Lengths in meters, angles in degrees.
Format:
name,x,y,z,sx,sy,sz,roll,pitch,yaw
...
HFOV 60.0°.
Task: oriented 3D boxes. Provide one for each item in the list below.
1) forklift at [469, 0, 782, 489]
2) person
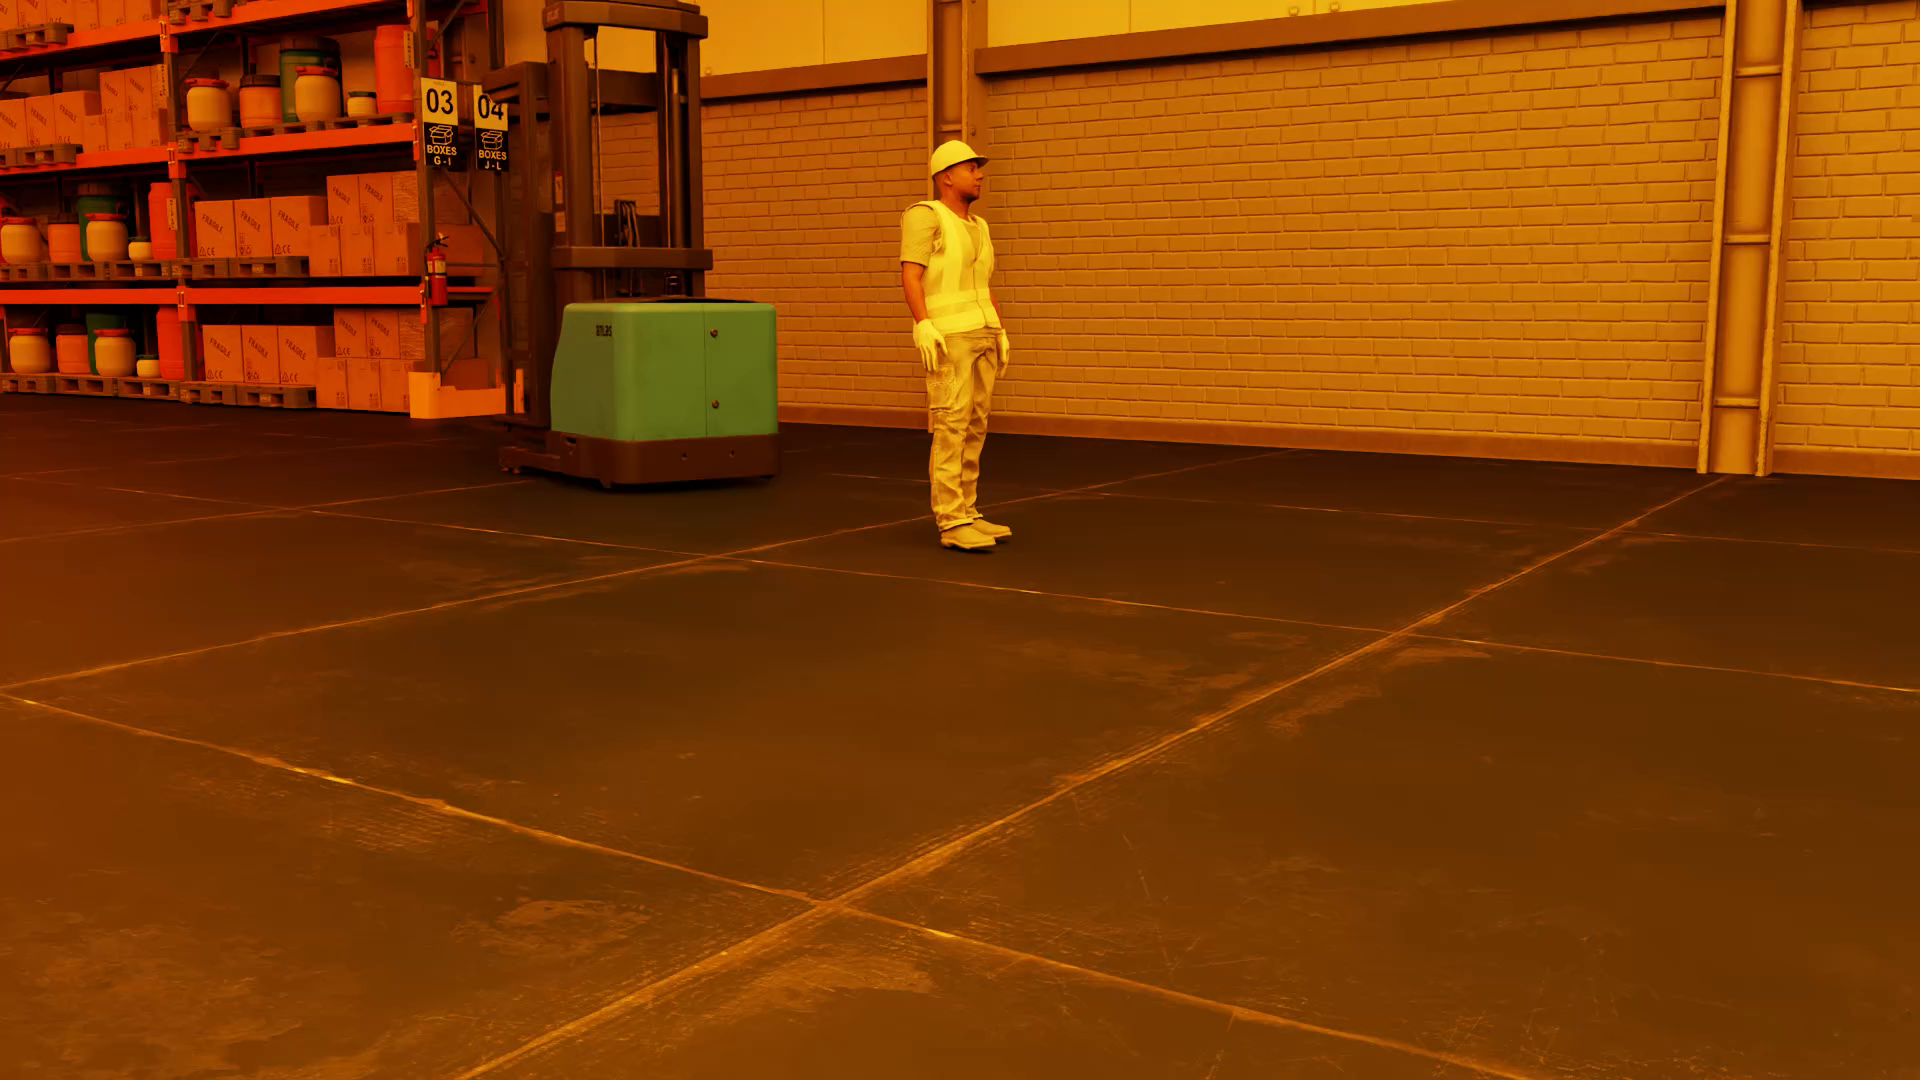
name,x,y,z,sx,sy,sz,roll,pitch,yaw
forklift,-2.321,-1.901,10.560,1.130,2.935,3.031,-6,10,-35
person,0.055,-0.883,7.430,0.575,1.785,0.657,5,10,34
